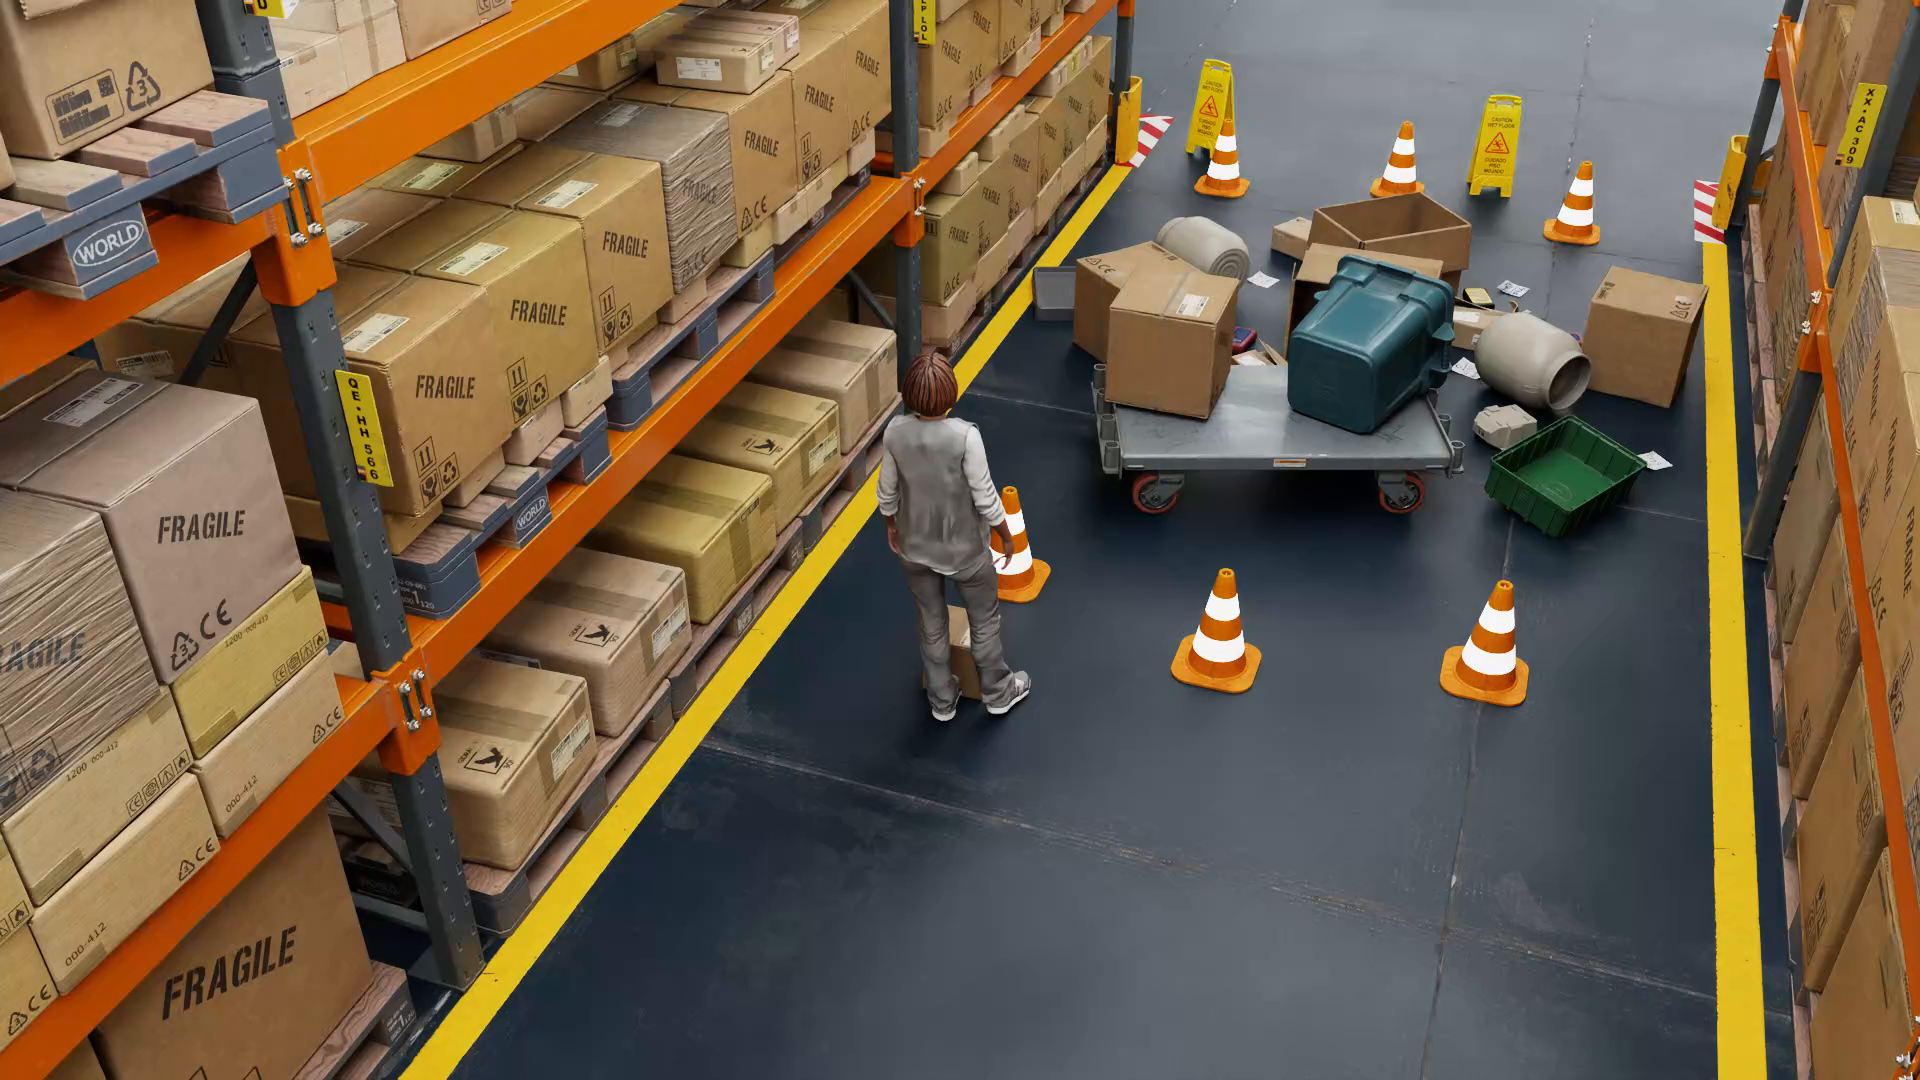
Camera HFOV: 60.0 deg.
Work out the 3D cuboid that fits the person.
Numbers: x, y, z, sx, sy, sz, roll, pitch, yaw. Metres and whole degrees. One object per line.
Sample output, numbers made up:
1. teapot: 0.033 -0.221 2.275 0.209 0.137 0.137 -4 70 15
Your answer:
1. person: -0.022 -0.008 6.158 0.521 1.585 0.472 11 35 16
